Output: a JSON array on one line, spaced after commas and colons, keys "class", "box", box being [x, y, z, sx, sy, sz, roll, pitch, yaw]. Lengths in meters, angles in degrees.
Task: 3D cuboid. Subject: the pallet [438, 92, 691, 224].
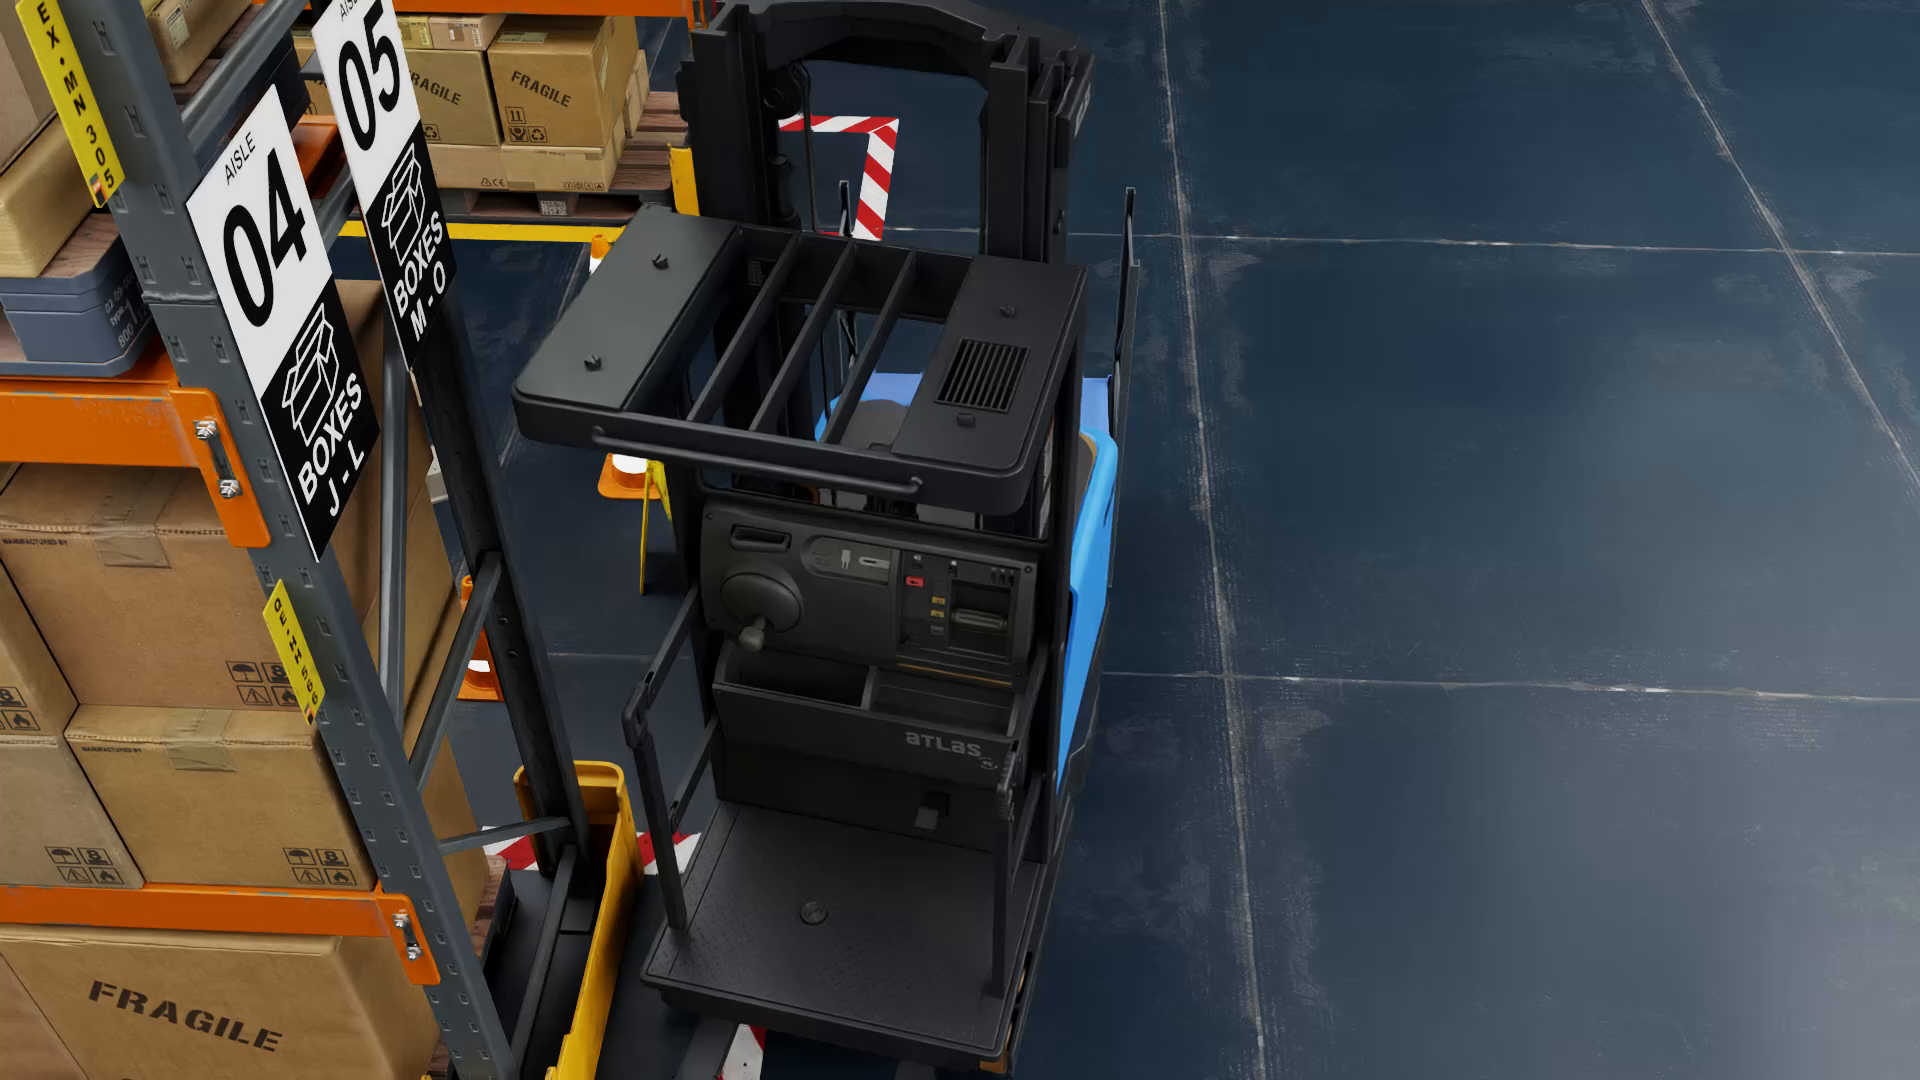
[{"class": "pallet", "box": [-2.038, -2.039, 8.784, 1.213, 0.211, 1.003, 2, 43, 2]}]

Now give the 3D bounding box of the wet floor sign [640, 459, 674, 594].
[{"class": "wet floor sign", "box": [-1.156, -0.121, 6.406, 0.232, 0.644, 0.267, -5, 43, -5]}]

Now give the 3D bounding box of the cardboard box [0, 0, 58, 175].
[{"class": "cardboard box", "box": [-1.776, -0.801, 2.719, 0.500, 0.250, 0.500, 2, 43, 2]}]

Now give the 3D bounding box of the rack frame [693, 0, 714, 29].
[{"class": "rack frame", "box": [-1.152, -3.008, 7.779, 0.127, 3.000, 1.000, 2, 43, 2]}]

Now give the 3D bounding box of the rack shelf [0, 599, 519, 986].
[{"class": "rack shelf", "box": [-3.272, 0.567, 4.468, 4.000, 0.370, 1.077, 2, 43, 2]}]

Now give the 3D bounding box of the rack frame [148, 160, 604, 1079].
[{"class": "rack frame", "box": [-1.274, 0.365, 4.157, 0.127, 3.000, 1.000, 2, 43, 2]}]

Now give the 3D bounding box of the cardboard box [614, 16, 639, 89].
[{"class": "cardboard box", "box": [-1.969, -2.644, 8.546, 0.500, 0.500, 0.500, 0, 43, 0]}]

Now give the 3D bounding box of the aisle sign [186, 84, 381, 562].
[{"class": "aisle sign", "box": [-1.217, -0.379, 3.049, 0.004, 0.787, 0.394, 2, 43, 2]}]

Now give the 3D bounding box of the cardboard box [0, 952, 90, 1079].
[{"class": "cardboard box", "box": [-2.834, 0.988, 4.740, 0.875, 0.875, 0.875, 1, 43, 1]}]

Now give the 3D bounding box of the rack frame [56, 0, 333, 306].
[{"class": "rack frame", "box": [-1.274, -1.830, 2.112, 0.127, 3.000, 1.000, 2, 43, 2]}]

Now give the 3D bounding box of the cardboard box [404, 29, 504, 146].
[{"class": "cardboard box", "box": [-2.486, -2.291, 8.168, 0.500, 0.500, 0.500, 3, 43, 3]}]

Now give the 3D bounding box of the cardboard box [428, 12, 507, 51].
[{"class": "cardboard box", "box": [-2.334, -2.480, 7.895, 0.250, 0.149, 0.380, 3, 43, 3]}]

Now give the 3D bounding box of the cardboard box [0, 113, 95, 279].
[{"class": "cardboard box", "box": [-1.621, -0.610, 2.806, 0.250, 0.149, 0.380, 2, 43, 2]}]

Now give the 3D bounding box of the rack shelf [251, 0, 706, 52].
[{"class": "rack shelf", "box": [-3.150, -2.807, 8.090, 4.000, 0.370, 1.077, 2, 43, 2]}]

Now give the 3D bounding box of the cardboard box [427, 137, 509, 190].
[{"class": "cardboard box", "box": [-2.489, -2.019, 8.426, 0.500, 0.250, 0.500, 2, 43, 2]}]

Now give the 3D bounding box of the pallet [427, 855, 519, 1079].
[{"class": "pallet", "box": [-2.076, 1.414, 5.077, 1.213, 0.211, 1.003, 2, 43, 2]}]

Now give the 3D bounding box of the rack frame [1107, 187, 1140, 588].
[{"class": "rack frame", "box": [0.593, -0.531, 6.219, 0.032, 1.500, 0.500, 2, 43, 2]}]

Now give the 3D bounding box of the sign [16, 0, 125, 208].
[{"class": "sign", "box": [-1.312, -0.658, 2.464, 0.005, 0.325, 0.100, 2, 43, 2]}]

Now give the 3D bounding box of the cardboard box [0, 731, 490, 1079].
[{"class": "cardboard box", "box": [-1.954, 1.013, 4.712, 0.875, 0.875, 0.875, 2, 43, 2]}]

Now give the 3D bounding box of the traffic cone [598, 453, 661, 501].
[{"class": "traffic cone", "box": [-1.350, -0.449, 6.892, 0.334, 0.463, 0.336, 2, 43, 2]}]

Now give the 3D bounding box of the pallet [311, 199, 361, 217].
[{"class": "pallet", "box": [-3.253, -2.079, 8.827, 1.213, 0.211, 1.003, 2, 43, 2]}]

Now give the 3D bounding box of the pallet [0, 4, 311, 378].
[{"class": "pallet", "box": [-2.016, -0.715, 3.182, 1.213, 0.211, 1.003, 2, 43, 2]}]

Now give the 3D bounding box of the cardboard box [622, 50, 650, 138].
[{"class": "cardboard box", "box": [-1.945, -2.369, 8.802, 0.500, 0.250, 0.500, 1, 43, 2]}]

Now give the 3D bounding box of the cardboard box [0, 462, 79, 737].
[{"class": "cardboard box", "box": [-2.197, -0.076, 3.729, 0.550, 0.550, 0.875, 2, 43, 2]}]

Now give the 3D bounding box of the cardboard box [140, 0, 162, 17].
[{"class": "cardboard box", "box": [-1.745, -1.166, 3.111, 0.500, 0.250, 0.500, 2, 43, 2]}]

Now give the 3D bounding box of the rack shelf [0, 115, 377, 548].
[{"class": "rack shelf", "box": [-3.272, -0.530, 3.446, 4.000, 0.370, 1.077, 2, 43, 2]}]

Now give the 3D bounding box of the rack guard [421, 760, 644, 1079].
[{"class": "rack guard", "box": [-1.250, 1.281, 5.008, 0.348, 0.500, 1.175, 2, 43, 2]}]

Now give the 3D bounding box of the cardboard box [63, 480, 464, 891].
[{"class": "cardboard box", "box": [-1.647, 0.330, 4.085, 0.550, 0.550, 0.875, 2, 43, 2]}]

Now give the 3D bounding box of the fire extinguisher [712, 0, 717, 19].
[{"class": "fire extinguisher", "box": [-1.058, -2.663, 7.465, 0.183, 0.674, 0.296, 2, 43, 2]}]

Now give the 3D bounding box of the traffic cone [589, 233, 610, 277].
[{"class": "traffic cone", "box": [-1.640, -1.215, 7.715, 0.334, 0.463, 0.336, 2, 43, 2]}]

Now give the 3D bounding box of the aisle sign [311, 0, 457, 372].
[{"class": "aisle sign", "box": [-1.190, -0.788, 3.488, 0.004, 0.787, 0.394, 2, 43, 2]}]

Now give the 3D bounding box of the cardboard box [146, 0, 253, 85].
[{"class": "cardboard box", "box": [-1.602, -1.059, 3.289, 0.250, 0.149, 0.380, 2, 43, 2]}]

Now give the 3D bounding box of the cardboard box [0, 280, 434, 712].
[{"class": "cardboard box", "box": [-1.643, -0.122, 3.779, 0.550, 0.550, 0.875, 2, 43, 2]}]

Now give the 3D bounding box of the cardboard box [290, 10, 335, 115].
[{"class": "cardboard box", "box": [-2.989, -2.311, 8.190, 0.500, 0.500, 0.500, 1, 43, 1]}]

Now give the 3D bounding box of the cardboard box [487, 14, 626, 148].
[{"class": "cardboard box", "box": [-1.964, -2.277, 8.153, 0.500, 0.500, 0.500, 2, 43, 2]}]

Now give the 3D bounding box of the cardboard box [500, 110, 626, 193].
[{"class": "cardboard box", "box": [-1.996, -1.998, 8.404, 0.500, 0.250, 0.500, 2, 43, 2]}]

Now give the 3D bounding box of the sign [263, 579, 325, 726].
[{"class": "sign", "box": [-1.312, 0.224, 3.286, 0.005, 0.325, 0.100, 2, 43, 2]}]

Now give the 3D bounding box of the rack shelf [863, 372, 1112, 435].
[{"class": "rack shelf", "box": [0.085, -0.415, 6.359, 1.000, 0.185, 0.538, 2, 43, 2]}]

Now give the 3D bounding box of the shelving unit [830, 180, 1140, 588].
[{"class": "shelving unit", "box": [0.085, -0.546, 6.236, 1.048, 1.500, 0.538, 2, 43, 2]}]

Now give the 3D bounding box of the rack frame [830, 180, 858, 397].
[{"class": "rack frame", "box": [-0.423, -0.562, 6.253, 0.032, 1.500, 0.500, 2, 43, 2]}]

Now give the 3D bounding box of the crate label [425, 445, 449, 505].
[{"class": "crate label", "box": [-2.138, -0.311, 6.984, 0.298, 0.136, 0.250, -19, 46, -20]}]

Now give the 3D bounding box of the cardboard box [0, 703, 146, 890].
[{"class": "cardboard box", "box": [-2.197, 0.328, 4.087, 0.550, 0.550, 0.875, 2, 43, 2]}]

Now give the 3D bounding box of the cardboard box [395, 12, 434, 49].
[{"class": "cardboard box", "box": [-2.585, -2.490, 7.906, 0.250, 0.149, 0.380, 2, 43, 3]}]

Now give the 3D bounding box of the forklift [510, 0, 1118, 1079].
[{"class": "forklift", "box": [-0.304, 0.240, 4.342, 1.130, 2.935, 3.031, 9, 44, 10]}]

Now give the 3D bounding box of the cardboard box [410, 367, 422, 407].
[{"class": "cardboard box", "box": [-2.552, -0.630, 7.317, 0.250, 0.149, 0.380, 24, 48, 23]}]

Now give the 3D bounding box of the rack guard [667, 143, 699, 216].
[{"class": "rack guard", "box": [-1.228, -2.096, 8.633, 0.348, 0.500, 1.175, 2, 43, 2]}]

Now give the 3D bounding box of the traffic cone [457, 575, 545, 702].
[{"class": "traffic cone", "box": [-1.741, 0.310, 6.077, 0.334, 0.463, 0.336, 2, 43, 2]}]
